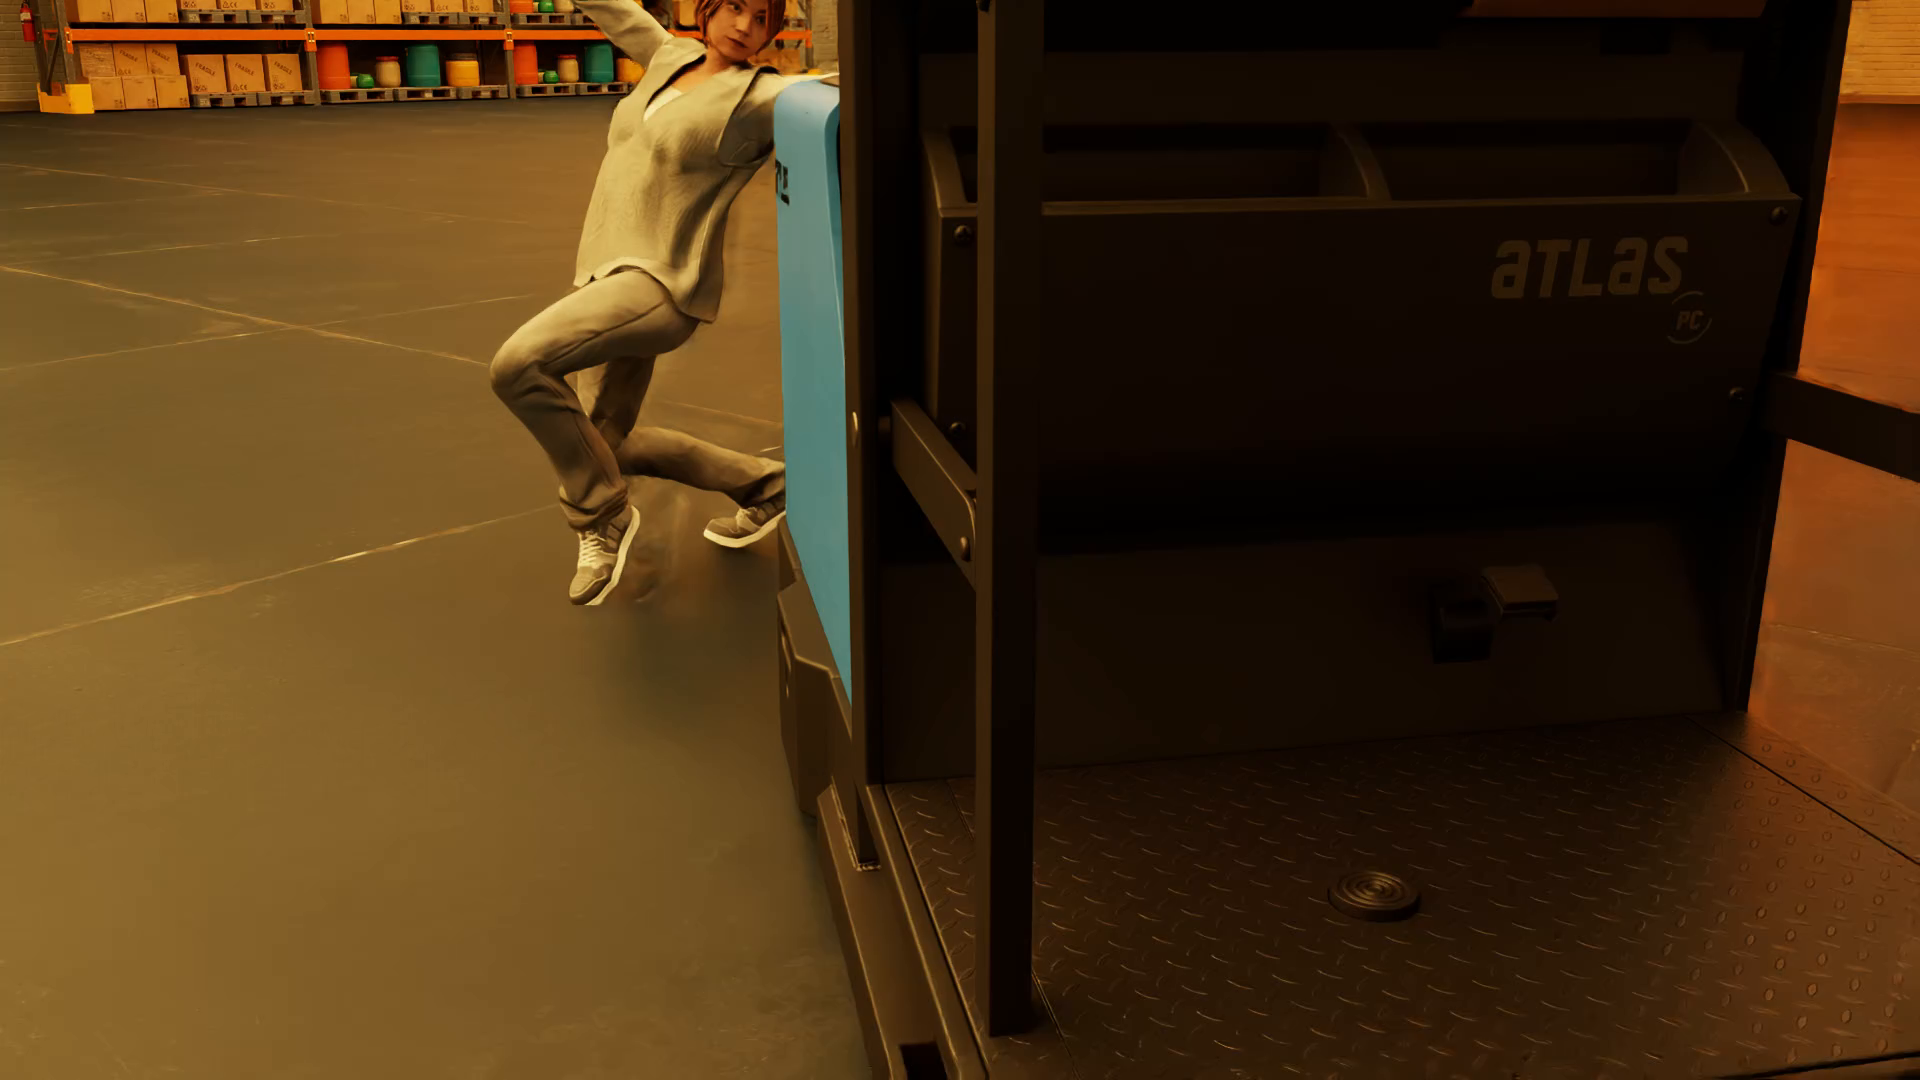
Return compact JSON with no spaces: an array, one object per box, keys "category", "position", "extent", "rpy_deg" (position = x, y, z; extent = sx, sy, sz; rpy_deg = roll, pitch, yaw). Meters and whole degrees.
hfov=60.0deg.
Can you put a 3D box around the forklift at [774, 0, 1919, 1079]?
[{"category":"forklift","position":[0.467,-0.762,1.408],"extent":[1.130,2.935,3.031],"rpy_deg":[-3,17,-11]}]

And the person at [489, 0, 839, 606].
[{"category":"person","position":[-0.538,-0.550,3.341],"extent":[0.766,1.444,0.943],"rpy_deg":[-12,21,-34]}]
